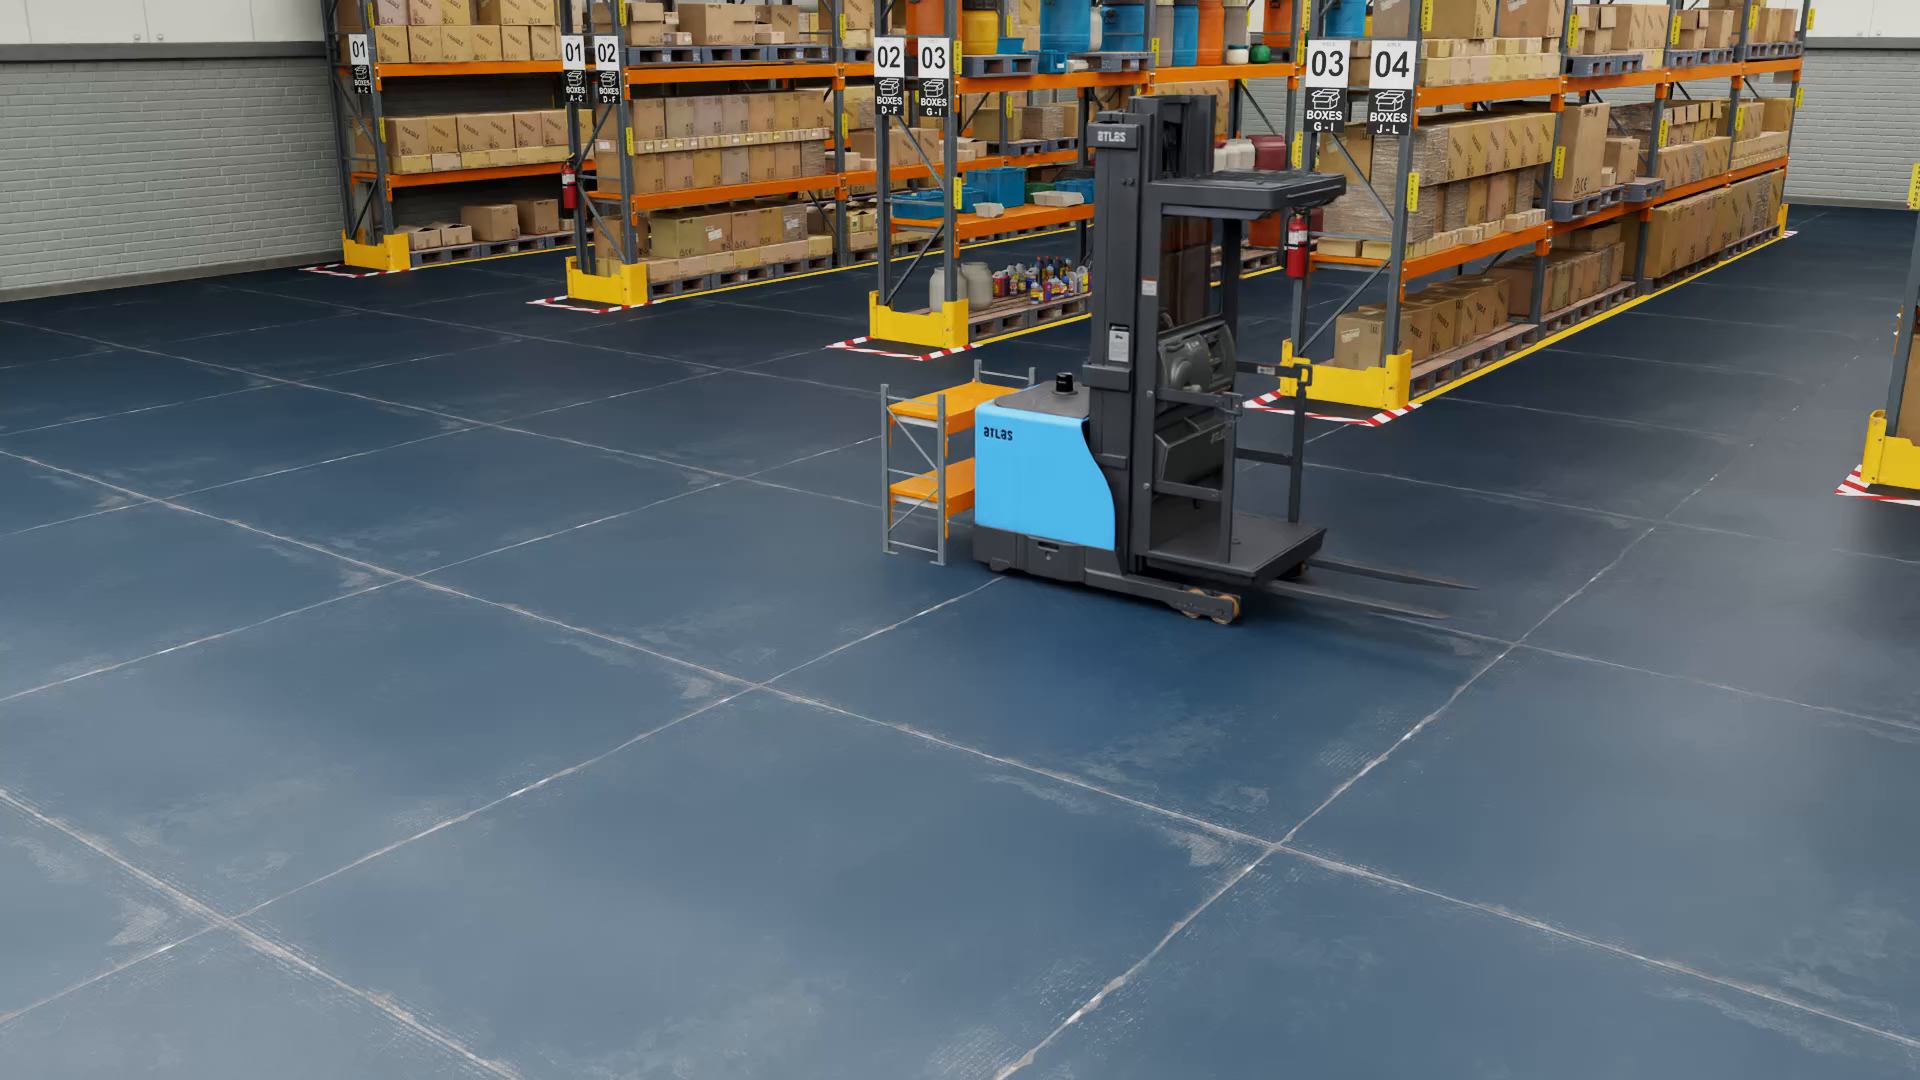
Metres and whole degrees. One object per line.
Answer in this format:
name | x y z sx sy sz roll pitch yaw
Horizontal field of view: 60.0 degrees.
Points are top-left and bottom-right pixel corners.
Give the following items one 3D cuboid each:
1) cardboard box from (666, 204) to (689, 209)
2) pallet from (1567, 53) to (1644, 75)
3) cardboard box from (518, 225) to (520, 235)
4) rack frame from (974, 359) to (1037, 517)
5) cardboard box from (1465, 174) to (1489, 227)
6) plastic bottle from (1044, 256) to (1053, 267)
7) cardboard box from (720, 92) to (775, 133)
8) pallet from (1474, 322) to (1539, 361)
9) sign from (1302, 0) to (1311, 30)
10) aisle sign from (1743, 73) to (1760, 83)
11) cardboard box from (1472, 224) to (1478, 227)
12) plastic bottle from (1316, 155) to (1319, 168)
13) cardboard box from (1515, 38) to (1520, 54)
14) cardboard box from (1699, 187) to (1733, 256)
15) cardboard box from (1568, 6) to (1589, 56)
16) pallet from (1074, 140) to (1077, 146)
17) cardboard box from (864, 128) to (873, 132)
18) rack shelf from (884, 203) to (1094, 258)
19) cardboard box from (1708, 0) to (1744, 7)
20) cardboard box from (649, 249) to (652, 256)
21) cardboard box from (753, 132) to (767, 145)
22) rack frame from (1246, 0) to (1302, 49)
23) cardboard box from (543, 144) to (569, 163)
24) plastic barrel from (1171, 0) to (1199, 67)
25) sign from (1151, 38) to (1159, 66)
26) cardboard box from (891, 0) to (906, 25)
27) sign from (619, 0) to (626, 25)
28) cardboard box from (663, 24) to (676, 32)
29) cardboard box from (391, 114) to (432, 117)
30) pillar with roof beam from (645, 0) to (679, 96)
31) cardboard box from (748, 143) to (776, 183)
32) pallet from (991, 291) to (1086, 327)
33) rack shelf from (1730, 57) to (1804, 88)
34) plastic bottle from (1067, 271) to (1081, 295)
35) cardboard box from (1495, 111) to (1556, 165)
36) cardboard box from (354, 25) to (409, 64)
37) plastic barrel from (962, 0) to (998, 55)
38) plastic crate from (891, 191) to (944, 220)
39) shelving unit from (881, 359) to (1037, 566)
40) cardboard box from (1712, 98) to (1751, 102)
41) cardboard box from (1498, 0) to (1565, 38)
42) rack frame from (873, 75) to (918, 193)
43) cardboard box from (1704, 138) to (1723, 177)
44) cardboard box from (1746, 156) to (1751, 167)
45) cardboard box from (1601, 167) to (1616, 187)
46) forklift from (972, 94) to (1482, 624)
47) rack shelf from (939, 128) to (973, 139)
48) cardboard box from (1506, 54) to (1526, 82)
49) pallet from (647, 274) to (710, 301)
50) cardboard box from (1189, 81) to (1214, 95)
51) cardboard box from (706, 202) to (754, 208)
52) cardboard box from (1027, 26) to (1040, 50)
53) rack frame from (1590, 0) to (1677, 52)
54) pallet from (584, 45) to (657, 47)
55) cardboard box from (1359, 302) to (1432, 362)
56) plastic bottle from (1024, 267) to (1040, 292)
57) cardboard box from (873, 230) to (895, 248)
cardboard box | -5.008 -5.743 28.152 0.700 0.500 0.500 13 21 35
pallet | 6.966 -5.395 18.817 1.213 0.211 1.003 12 21 35
cardboard box | -7.006 -4.773 25.622 0.380 0.149 0.250 10 20 30
rack frame | 0.307 -0.660 11.472 0.500 1.125 0.032 12 21 35
cardboard box | 4.705 -3.408 16.491 0.875 0.500 0.500 12 21 35
plastic bottle | 1.105 -3.377 20.787 0.144 0.351 0.185 13 22 36
cardboard box | -2.915 -5.748 22.340 0.700 0.500 0.500 12 21 35
pallet | 5.526 -2.178 17.902 1.003 0.211 1.213 12 21 35
sign | 3.080 -4.682 14.711 0.100 0.325 0.005 12 21 35
aisle sign | 12.849 -7.846 27.068 0.394 0.787 0.004 12 21 35
cardboard box | 4.889 -3.052 16.438 0.380 0.149 0.250 12 21 35
plastic bottle | 5.267 -5.620 24.618 0.097 0.201 0.097 0 17 0
cardboard box | 5.266 -4.858 16.351 0.380 0.149 0.250 13 22 37
cardboard box | 10.299 -4.611 23.910 1.225 0.875 0.875 12 21 35
cardboard box | 6.257 -5.453 17.805 0.797 0.503 0.637 11 20 32
pallet | 2.147 -7.070 29.277 1.003 0.211 1.213 12 21 35
cardboard box | -1.875 -7.729 31.463 0.380 0.149 0.250 12 21 35
rack shelf | 0.728 -3.731 19.415 1.077 0.370 4.000 12 21 35
cardboard box | 11.230 -7.891 24.229 0.500 0.250 0.500 11 20 31
cardboard box | -4.069 -3.663 21.911 0.500 0.250 0.500 12 21 35
cardboard box | -2.804 -5.380 22.249 0.380 0.149 0.250 13 22 36
rack frame | 4.303 -8.369 23.020 1.000 3.000 0.127 12 21 35
cardboard box | -6.379 -5.956 25.586 0.500 0.250 0.500 13 21 35
plastic barrel | 2.828 -6.694 21.840 0.600 0.901 0.708 12 21 35
sign | 2.355 -5.888 20.074 0.100 0.325 0.005 12 21 35
cardboard box | -1.041 -10.382 32.673 0.500 0.500 0.500 12 21 34
sign | -3.997 -6.263 19.689 0.100 0.325 0.005 12 21 35
cardboard box | -3.965 -6.424 21.123 0.500 0.250 0.500 12 21 35
cardboard box | -8.002 -5.913 24.183 0.500 0.500 0.500 13 21 35
pillar with roof beam | -1.665 -9.202 25.703 9.100 9.000 0.400 12 21 35
cardboard box | -2.927 -5.123 22.514 0.700 0.500 0.500 13 21 35
pallet | 0.760 -2.775 19.825 1.003 0.211 1.213 12 21 35
rack shelf | 11.856 -7.147 25.355 1.077 0.370 4.000 12 21 35
plastic bottle | 1.361 -3.096 20.006 0.152 0.276 0.135 13 21 36
cardboard box | 5.850 -4.188 17.315 0.500 0.500 0.500 12 21 35
cardboard box | -8.020 -6.875 23.063 0.500 0.500 0.500 13 22 36
plastic barrel | 0.114 -5.616 18.186 0.600 0.588 0.600 0 17 0
plastic crate | -0.406 -3.700 18.350 0.499 0.251 0.616 12 21 35
shelving unit | 0.004 -0.539 11.082 0.538 1.125 1.048 12 21 35
cardboard box | 12.247 -6.777 26.496 0.500 0.500 0.500 12 21 33
cardboard box | 5.834 -5.385 16.955 0.500 0.500 0.500 12 21 33
rack frame | -1.270 -8.207 32.615 1.000 3.000 0.127 12 21 35
cardboard box | 10.304 -5.353 23.255 0.500 0.500 0.500 13 22 36
cardboard box | 11.576 -5.662 24.841 0.380 0.149 0.250 12 21 33
cardboard box | 7.504 -4.320 19.617 0.396 0.266 0.258 12 21 33
forklift | 1.585 -1.090 9.813 3.031 2.935 1.130 11 21 32
rack shelf | -0.078 -8.340 34.256 1.077 0.370 4.000 12 21 35
cardboard box | 5.216 -4.637 16.314 0.500 0.250 0.500 12 21 34
pallet | -4.018 -3.333 21.620 1.003 0.211 1.213 12 21 35
cardboard box | 4.444 -8.412 31.418 0.500 0.500 0.500 13 22 36
cardboard box | -3.180 -4.380 22.953 0.500 0.500 0.500 12 21 35
cardboard box | 0.864 -8.092 27.017 0.910 0.500 0.500 12 21 35
rack frame | 8.281 -7.494 20.202 1.000 3.000 0.127 12 21 35
pallet | -5.583 -7.773 26.475 1.213 0.211 1.003 12 21 35
cardboard box | 4.228 -2.024 16.212 0.500 0.500 0.500 -13 22 -36
plastic bottle | 0.874 -3.175 20.262 0.152 0.276 0.135 12 21 35
cardboard box | -1.311 -4.489 24.569 0.500 0.250 0.500 13 22 36
